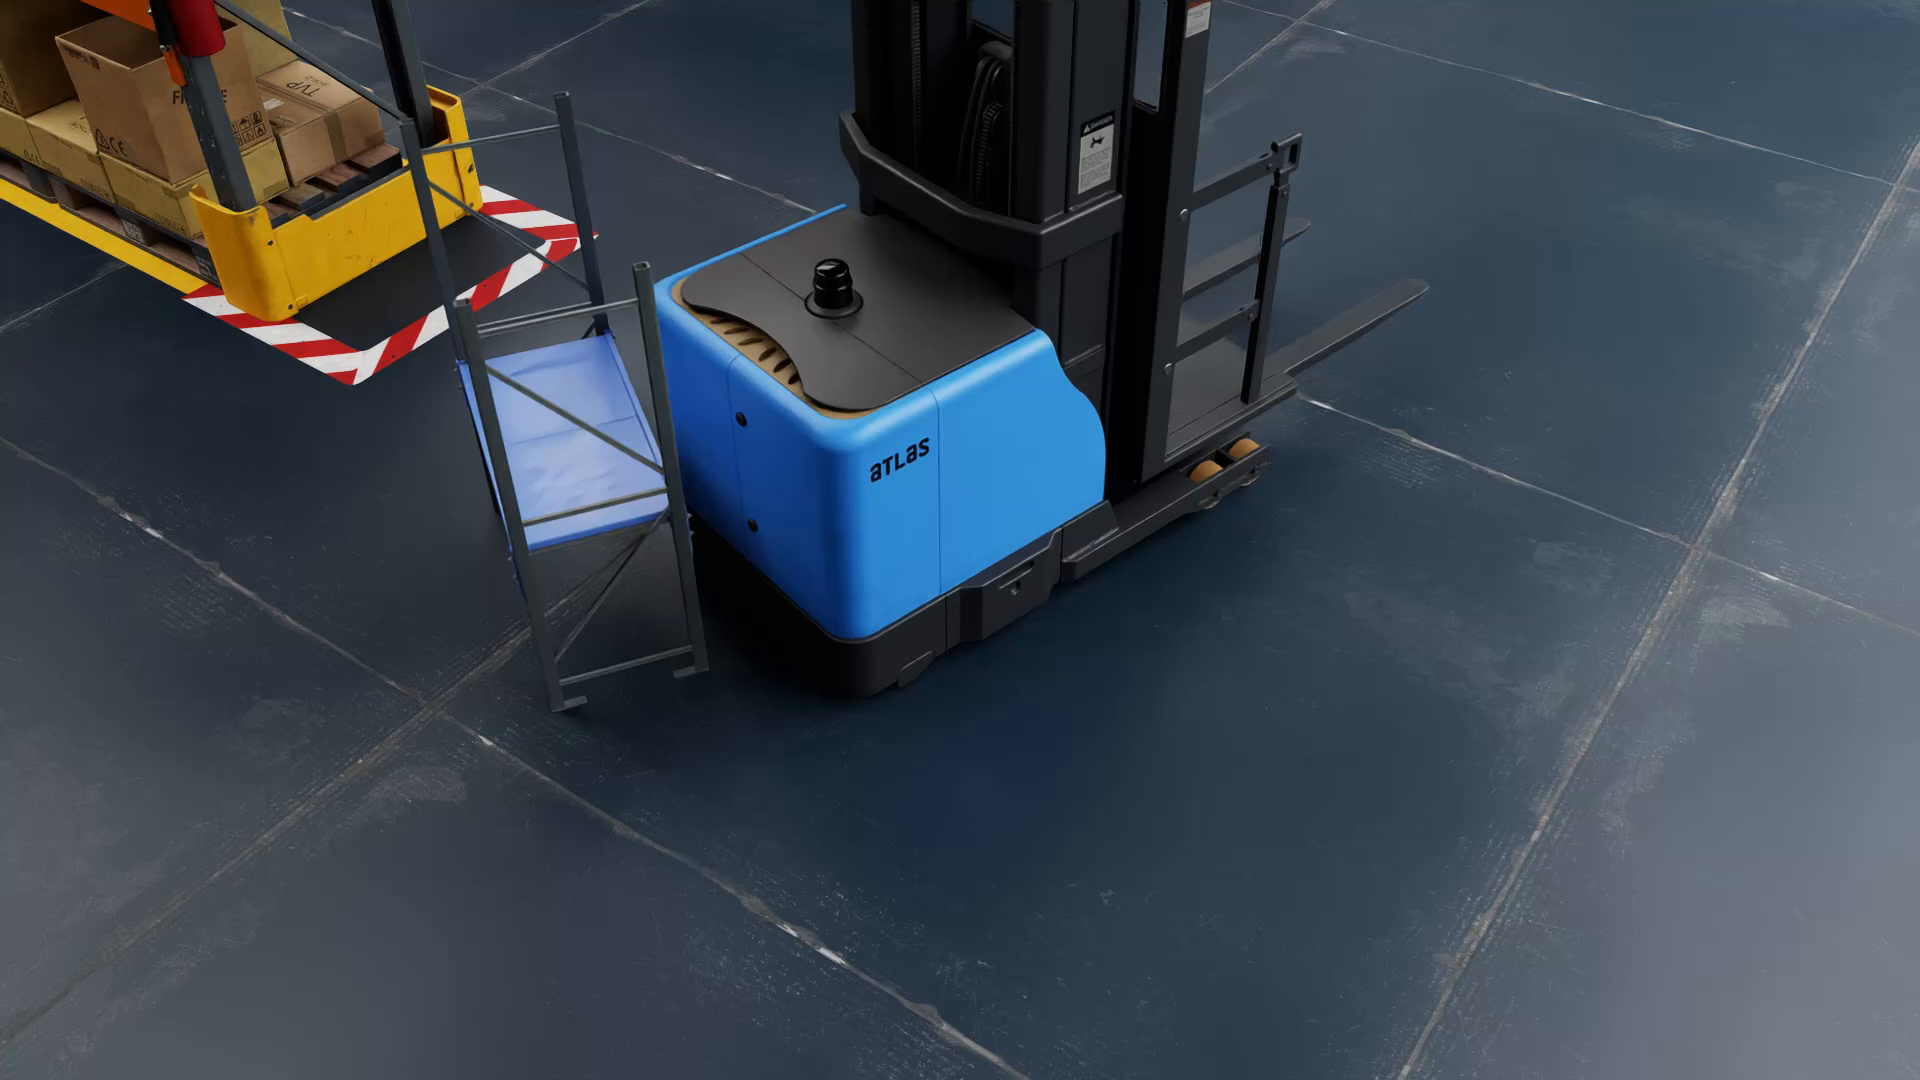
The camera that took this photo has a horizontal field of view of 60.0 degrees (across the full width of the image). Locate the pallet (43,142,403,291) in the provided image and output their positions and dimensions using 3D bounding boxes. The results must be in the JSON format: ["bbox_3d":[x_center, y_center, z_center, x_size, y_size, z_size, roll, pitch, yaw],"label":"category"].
[{"bbox_3d":[-3.248,-1.606,7.387,1.213,0.211,1.003,25,48,25],"label":"pallet"}]

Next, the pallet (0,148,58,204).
[{"bbox_3d":[-4.242,-2.074,7.909,1.213,0.211,1.003,25,48,25],"label":"pallet"}]

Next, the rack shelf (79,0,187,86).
[{"bbox_3d":[-4.235,-2.873,7.251,4.000,0.370,1.077,25,48,25],"label":"rack shelf"}]

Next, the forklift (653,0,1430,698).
[{"bbox_3d":[0.480,-1.445,5.167,3.031,2.935,1.130,-30,50,-29],"label":"forklift"}]

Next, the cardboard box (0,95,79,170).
[{"bbox_3d":[-4.033,-1.927,7.401,0.500,0.250,0.500,25,48,25],"label":"cardboard box"}]

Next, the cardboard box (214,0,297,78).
[{"bbox_3d":[-3.319,-2.304,7.260,0.500,0.500,0.500,25,48,25],"label":"cardboard box"}]

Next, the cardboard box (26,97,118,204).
[{"bbox_3d":[-3.623,-1.736,7.188,0.500,0.250,0.500,25,48,25],"label":"cardboard box"}]

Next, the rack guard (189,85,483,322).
[{"bbox_3d":[-2.578,-1.435,6.979,0.348,0.500,1.175,25,48,25],"label":"rack guard"}]

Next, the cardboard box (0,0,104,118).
[{"bbox_3d":[-4.035,-2.204,7.149,0.500,0.500,0.500,25,48,25],"label":"cardboard box"}]

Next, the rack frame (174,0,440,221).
[{"bbox_3d":[-2.598,-2.375,6.155,0.127,3.000,1.000,25,48,25],"label":"rack frame"}]

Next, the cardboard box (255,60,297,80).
[{"bbox_3d":[-3.320,-2.023,7.509,0.500,0.250,0.500,25,48,25],"label":"cardboard box"}]

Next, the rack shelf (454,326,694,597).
[{"bbox_3d":[-1.222,-0.274,5.201,0.538,0.185,1.000,-15,44,-16],"label":"rack shelf"}]

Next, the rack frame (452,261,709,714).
[{"bbox_3d":[-1.035,-0.092,4.729,0.500,1.500,0.032,-15,44,-16],"label":"rack frame"}]

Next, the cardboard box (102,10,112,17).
[{"bbox_3d":[-3.736,-2.488,7.466,0.500,0.500,0.500,25,48,25],"label":"cardboard box"}]

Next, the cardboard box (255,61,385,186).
[{"bbox_3d":[-2.909,-1.834,7.297,0.500,0.250,0.500,25,48,25],"label":"cardboard box"}]

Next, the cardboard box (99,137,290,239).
[{"bbox_3d":[-3.206,-1.551,6.981,0.500,0.250,0.500,25,48,25],"label":"cardboard box"}]

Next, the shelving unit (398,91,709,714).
[{"bbox_3d":[-1.222,-0.408,5.081,0.538,1.500,1.048,-15,44,-16],"label":"shelving unit"}]

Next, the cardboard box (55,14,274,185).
[{"bbox_3d":[-3.208,-1.830,6.730,0.500,0.500,0.500,25,48,25],"label":"cardboard box"}]

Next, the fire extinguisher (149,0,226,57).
[{"bbox_3d":[-2.768,-2.048,5.847,0.183,0.674,0.296,25,48,25],"label":"fire extinguisher"}]

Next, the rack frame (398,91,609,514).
[{"bbox_3d":[-1.409,-0.723,5.433,0.500,1.500,0.032,-15,44,-16],"label":"rack frame"}]
